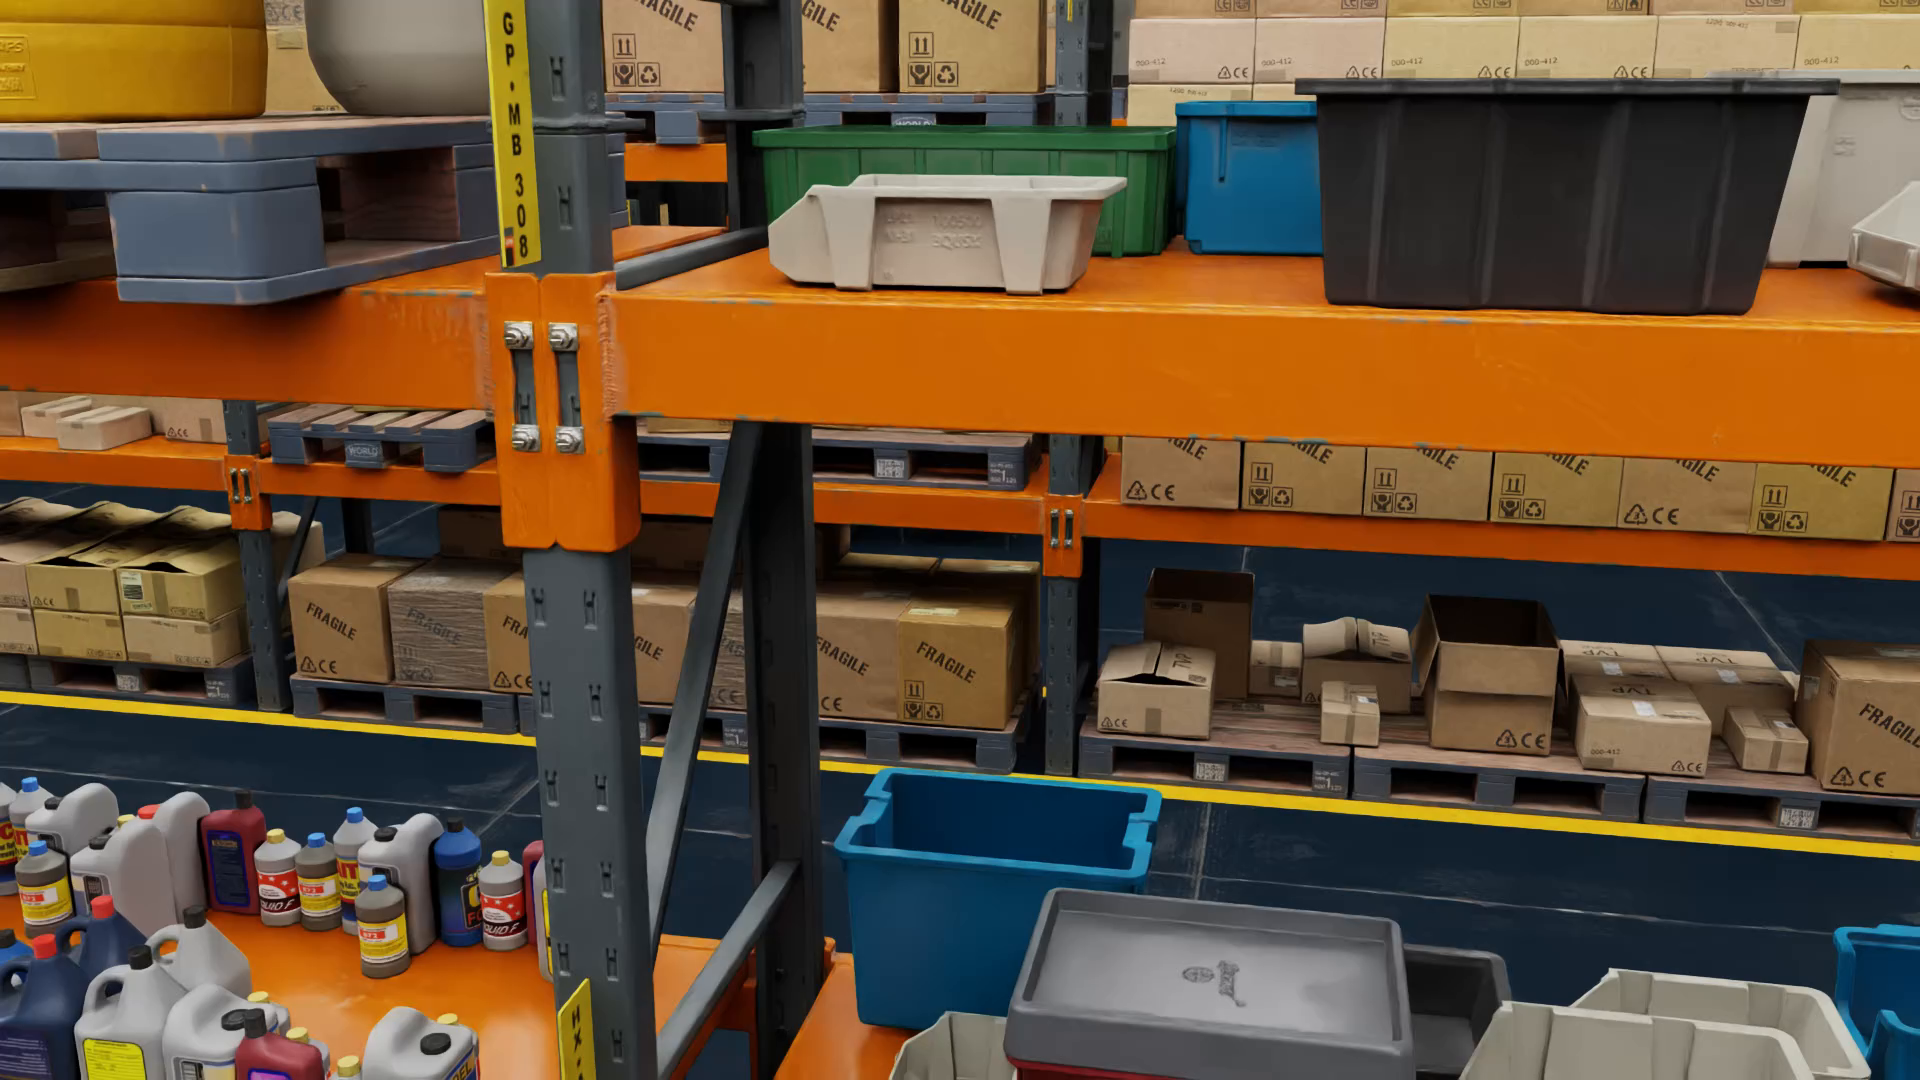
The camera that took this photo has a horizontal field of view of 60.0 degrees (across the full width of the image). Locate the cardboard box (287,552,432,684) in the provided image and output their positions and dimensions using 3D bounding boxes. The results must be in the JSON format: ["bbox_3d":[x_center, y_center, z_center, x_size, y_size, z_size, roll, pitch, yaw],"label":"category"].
[{"bbox_3d":[-2.983,0.383,8.349,0.500,0.500,0.500,4,16,13],"label":"cardboard box"}]

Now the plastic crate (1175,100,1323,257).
[{"bbox_3d":[0.513,-0.600,2.735,0.300,0.233,0.416,3,16,11],"label":"plastic crate"}]

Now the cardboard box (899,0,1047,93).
[{"bbox_3d":[0.069,-2.286,7.346,0.600,0.600,0.600,2,16,6],"label":"cardboard box"}]

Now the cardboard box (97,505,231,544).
[{"bbox_3d":[-4.343,0.013,9.138,0.500,0.311,0.500,3,16,10],"label":"cardboard box"}]

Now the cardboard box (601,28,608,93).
[{"bbox_3d":[-1.929,-2.133,7.768,0.500,0.500,0.910,3,16,11],"label":"cardboard box"}]

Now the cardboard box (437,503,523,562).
[{"bbox_3d":[-2.353,-0.087,8.642,0.500,0.250,0.500,4,16,13],"label":"cardboard box"}]

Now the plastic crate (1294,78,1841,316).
[{"bbox_3d":[0.720,-0.445,2.106,0.590,0.269,0.497,3,16,11],"label":"plastic crate"}]

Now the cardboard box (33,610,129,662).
[{"bbox_3d":[-4.442,0.423,8.709,0.500,0.250,0.500,3,16,10],"label":"cardboard box"}]

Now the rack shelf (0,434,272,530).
[{"bbox_3d":[-5.332,-0.468,8.912,4.000,0.370,1.077,3,16,11],"label":"rack shelf"}]

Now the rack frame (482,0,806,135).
[{"bbox_3d":[-0.443,-2.091,2.185,0.127,3.000,1.000,3,16,11],"label":"rack frame"}]

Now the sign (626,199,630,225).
[{"bbox_3d":[-2.487,-2.382,12.452,0.005,0.325,0.100,3,16,11],"label":"sign"}]

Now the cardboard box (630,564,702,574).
[{"bbox_3d":[-1.386,0.326,8.554,0.500,0.500,0.500,3,16,9],"label":"cardboard box"}]

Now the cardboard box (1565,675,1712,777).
[{"bbox_3d":[2.961,0.807,7.286,0.500,0.250,0.500,3,16,11],"label":"cardboard box"}]

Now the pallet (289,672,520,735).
[{"bbox_3d":[-2.648,0.685,8.625,1.213,0.211,1.003,3,16,11],"label":"pallet"}]

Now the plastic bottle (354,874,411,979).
[{"bbox_3d":[-1.186,0.785,3.410,0.097,0.201,0.097,0,15,0],"label":"plastic bottle"}]

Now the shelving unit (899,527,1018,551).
[{"bbox_3d":[-0.007,-0.723,11.293,0.755,1.500,0.431,3,16,11],"label":"shelving unit"}]

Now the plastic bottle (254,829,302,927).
[{"bbox_3d":[-1.478,0.728,3.617,0.097,0.201,0.097,0,15,0],"label":"plastic bottle"}]

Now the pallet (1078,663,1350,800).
[{"bbox_3d":[1.220,0.885,7.903,1.213,0.211,1.003,3,16,11],"label":"pallet"}]

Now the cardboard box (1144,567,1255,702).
[{"bbox_3d":[1.163,0.453,8.097,0.500,0.500,0.500,3,16,11],"label":"cardboard box"}]

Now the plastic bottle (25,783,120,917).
[{"bbox_3d":[-1.955,0.674,3.674,0.135,0.276,0.152,3,16,11],"label":"plastic bottle"}]

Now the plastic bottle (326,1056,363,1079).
[{"bbox_3d":[-1.013,0.960,2.779,0.097,0.201,0.097,0,15,0],"label":"plastic bottle"}]

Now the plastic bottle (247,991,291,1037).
[{"bbox_3d":[-1.245,0.906,2.975,0.097,0.201,0.097,0,15,0],"label":"plastic bottle"}]

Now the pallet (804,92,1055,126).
[{"bbox_3d":[-0.077,-1.904,7.479,1.003,0.211,1.213,3,16,11],"label":"pallet"}]

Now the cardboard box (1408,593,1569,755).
[{"bbox_3d":[2.390,0.594,7.582,0.637,0.503,0.797,3,16,11],"label":"cardboard box"}]

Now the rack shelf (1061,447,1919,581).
[{"bbox_3d":[2.508,-0.043,7.375,4.000,0.370,1.077,3,16,11],"label":"rack shelf"}]

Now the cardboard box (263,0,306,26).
[{"bbox_3d":[-2.946,-2.659,7.794,0.500,0.500,0.500,3,16,11],"label":"cardboard box"}]

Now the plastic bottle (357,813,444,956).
[{"bbox_3d":[-1.179,0.716,3.522,0.135,0.276,0.152,3,16,11],"label":"plastic bottle"}]

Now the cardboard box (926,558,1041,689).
[{"bbox_3d":[0.122,0.407,8.261,0.500,0.500,0.500,2,16,9],"label":"cardboard box"}]

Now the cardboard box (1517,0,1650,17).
[{"bbox_3d":[2.505,-2.380,6.786,0.500,0.500,0.700,3,16,11],"label":"cardboard box"}]

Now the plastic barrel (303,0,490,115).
[{"bbox_3d":[-0.909,-1.007,2.849,0.433,0.535,0.433,0,15,0],"label":"plastic barrel"}]

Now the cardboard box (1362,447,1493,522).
[{"bbox_3d":[1.985,-0.392,7.101,0.500,0.500,0.500,3,16,11],"label":"cardboard box"}]

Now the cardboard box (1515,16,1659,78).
[{"bbox_3d":[2.443,-1.937,6.591,0.500,0.250,0.500,3,16,11],"label":"cardboard box"}]

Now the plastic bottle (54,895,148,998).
[{"bbox_3d":[-1.561,0.813,3.032,0.185,0.351,0.144,3,16,11],"label":"plastic bottle"}]

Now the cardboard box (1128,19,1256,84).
[{"bbox_3d":[0.975,-2.019,6.888,0.500,0.250,0.500,3,16,11],"label":"cardboard box"}]

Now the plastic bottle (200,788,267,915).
[{"bbox_3d":[-1.588,0.678,3.646,0.133,0.283,0.061,3,16,11],"label":"plastic bottle"}]

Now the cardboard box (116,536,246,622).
[{"bbox_3d":[-3.934,0.180,8.536,0.500,0.311,0.500,4,16,13],"label":"cardboard box"}]

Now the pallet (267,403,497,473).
[{"bbox_3d":[-2.694,-0.599,8.393,1.003,0.211,1.213,3,16,11],"label":"pallet"}]

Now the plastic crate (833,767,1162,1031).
[{"bbox_3d":[0.082,0.714,3.213,0.575,0.384,0.392,3,16,11],"label":"plastic crate"}]

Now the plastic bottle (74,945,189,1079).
[{"bbox_3d":[-1.409,0.860,2.860,0.185,0.351,0.144,3,16,11],"label":"plastic bottle"}]

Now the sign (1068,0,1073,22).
[{"bbox_3d":[0.441,-2.235,6.616,0.005,0.325,0.100,3,16,11],"label":"sign"}]

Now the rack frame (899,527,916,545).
[{"bbox_3d":[-0.365,-0.743,11.363,0.023,1.500,0.400,3,16,11],"label":"rack frame"}]

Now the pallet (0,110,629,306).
[{"bbox_3d":[-1.231,-0.571,2.669,1.003,0.211,1.213,3,16,11],"label":"pallet"}]

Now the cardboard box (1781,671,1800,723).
[{"bbox_3d":[3.881,0.745,7.668,0.250,0.166,0.380,3,16,11],"label":"cardboard box"}]

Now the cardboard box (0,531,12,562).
[{"bbox_3d":[-5.430,0.100,8.827,0.500,0.311,0.500,4,16,13],"label":"cardboard box"}]

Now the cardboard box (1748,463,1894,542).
[{"bbox_3d":[3.465,-0.311,6.807,0.500,0.500,0.500,3,16,12],"label":"cardboard box"}]

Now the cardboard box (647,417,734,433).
[{"bbox_3d":[-1.196,-0.824,7.875,0.500,0.500,0.700,-1,16,-3],"label":"cardboard box"}]

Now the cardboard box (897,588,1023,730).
[{"bbox_3d":[0.007,0.545,7.762,0.500,0.500,0.500,3,16,11],"label":"cardboard box"}]

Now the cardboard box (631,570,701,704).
[{"bbox_3d":[-1.466,0.464,8.057,0.500,0.500,0.500,3,16,9],"label":"cardboard box"}]

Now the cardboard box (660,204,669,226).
[{"bbox_3d":[-1.967,-2.474,12.618,0.500,0.250,0.500,3,16,12],"label":"cardboard box"}]

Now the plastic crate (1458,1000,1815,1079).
[{"bbox_3d":[1.017,0.957,2.527,0.530,0.282,0.437,3,16,11],"label":"plastic crate"}]

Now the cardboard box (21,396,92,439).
[{"bbox_3d":[-4.633,-0.641,8.657,0.250,0.149,0.380,4,16,15],"label":"cardboard box"}]

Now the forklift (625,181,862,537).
[{"bbox_3d":[-2.163,-1.530,11.525,3.031,2.935,1.130,3,16,11],"label":"forklift"}]

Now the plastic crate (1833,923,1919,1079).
[{"bbox_3d":[1.716,0.879,2.901,0.300,0.233,0.416,3,16,11],"label":"plastic crate"}]

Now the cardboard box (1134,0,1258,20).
[{"bbox_3d":[1.032,-2.456,7.059,0.500,0.500,0.700,3,16,11],"label":"cardboard box"}]

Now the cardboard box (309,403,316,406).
[{"bbox_3d":[-5.067,-1.176,13.976,0.500,0.500,0.700,3,16,10],"label":"cardboard box"}]

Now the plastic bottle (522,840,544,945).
[{"bbox_3d":[-0.848,0.718,3.501,0.133,0.283,0.061,3,16,11],"label":"plastic bottle"}]

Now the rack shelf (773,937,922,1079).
[{"bbox_3d":[1.517,1.253,2.698,4.000,0.370,1.077,3,16,11],"label":"rack shelf"}]

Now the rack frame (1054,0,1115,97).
[{"bbox_3d":[0.548,-3.387,6.862,0.127,3.000,1.000,3,16,11],"label":"rack frame"}]

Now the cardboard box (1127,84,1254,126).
[{"bbox_3d":[0.975,-1.779,6.956,0.500,0.250,0.500,3,16,11],"label":"cardboard box"}]
